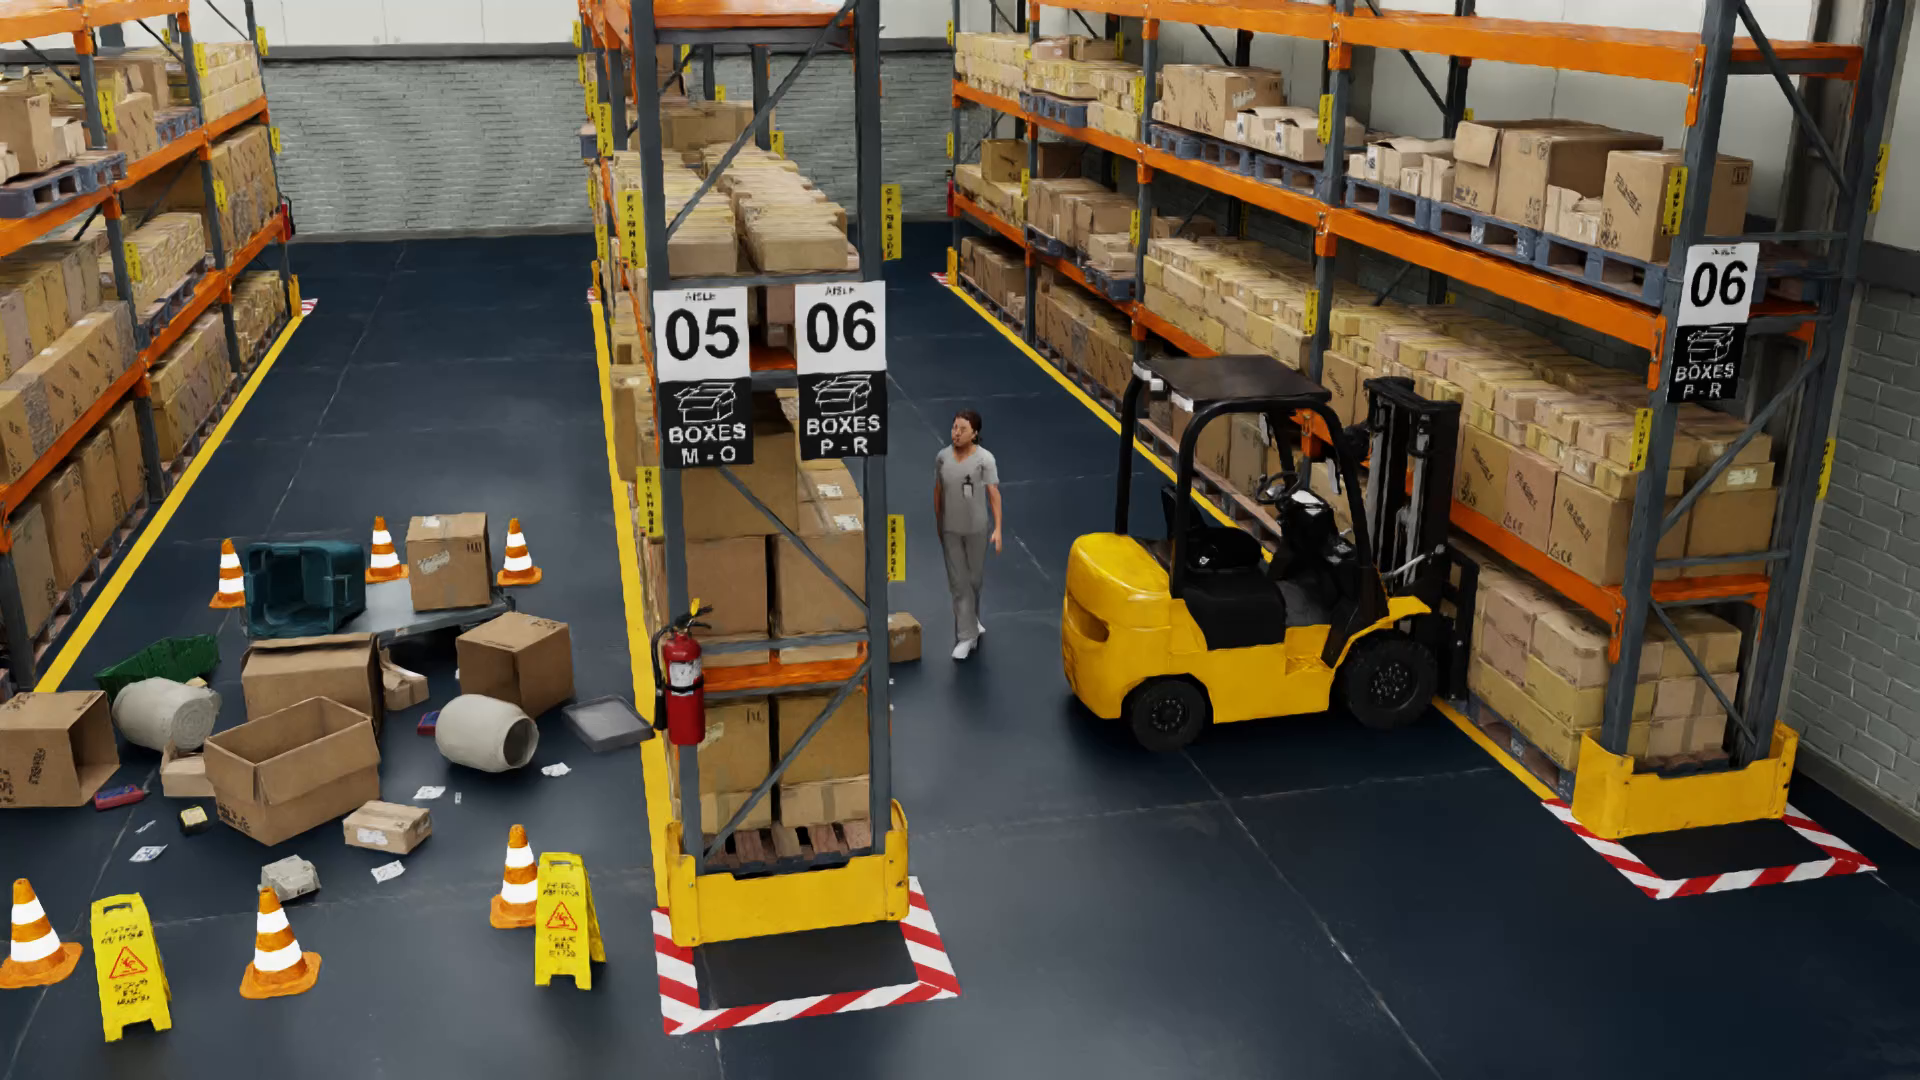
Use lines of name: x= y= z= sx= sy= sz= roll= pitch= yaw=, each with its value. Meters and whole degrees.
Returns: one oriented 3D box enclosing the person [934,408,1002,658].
person: x=0.060 y=-0.065 z=11.260 sx=0.525 sy=1.659 sz=0.629 roll=4 pitch=20 yaw=12
